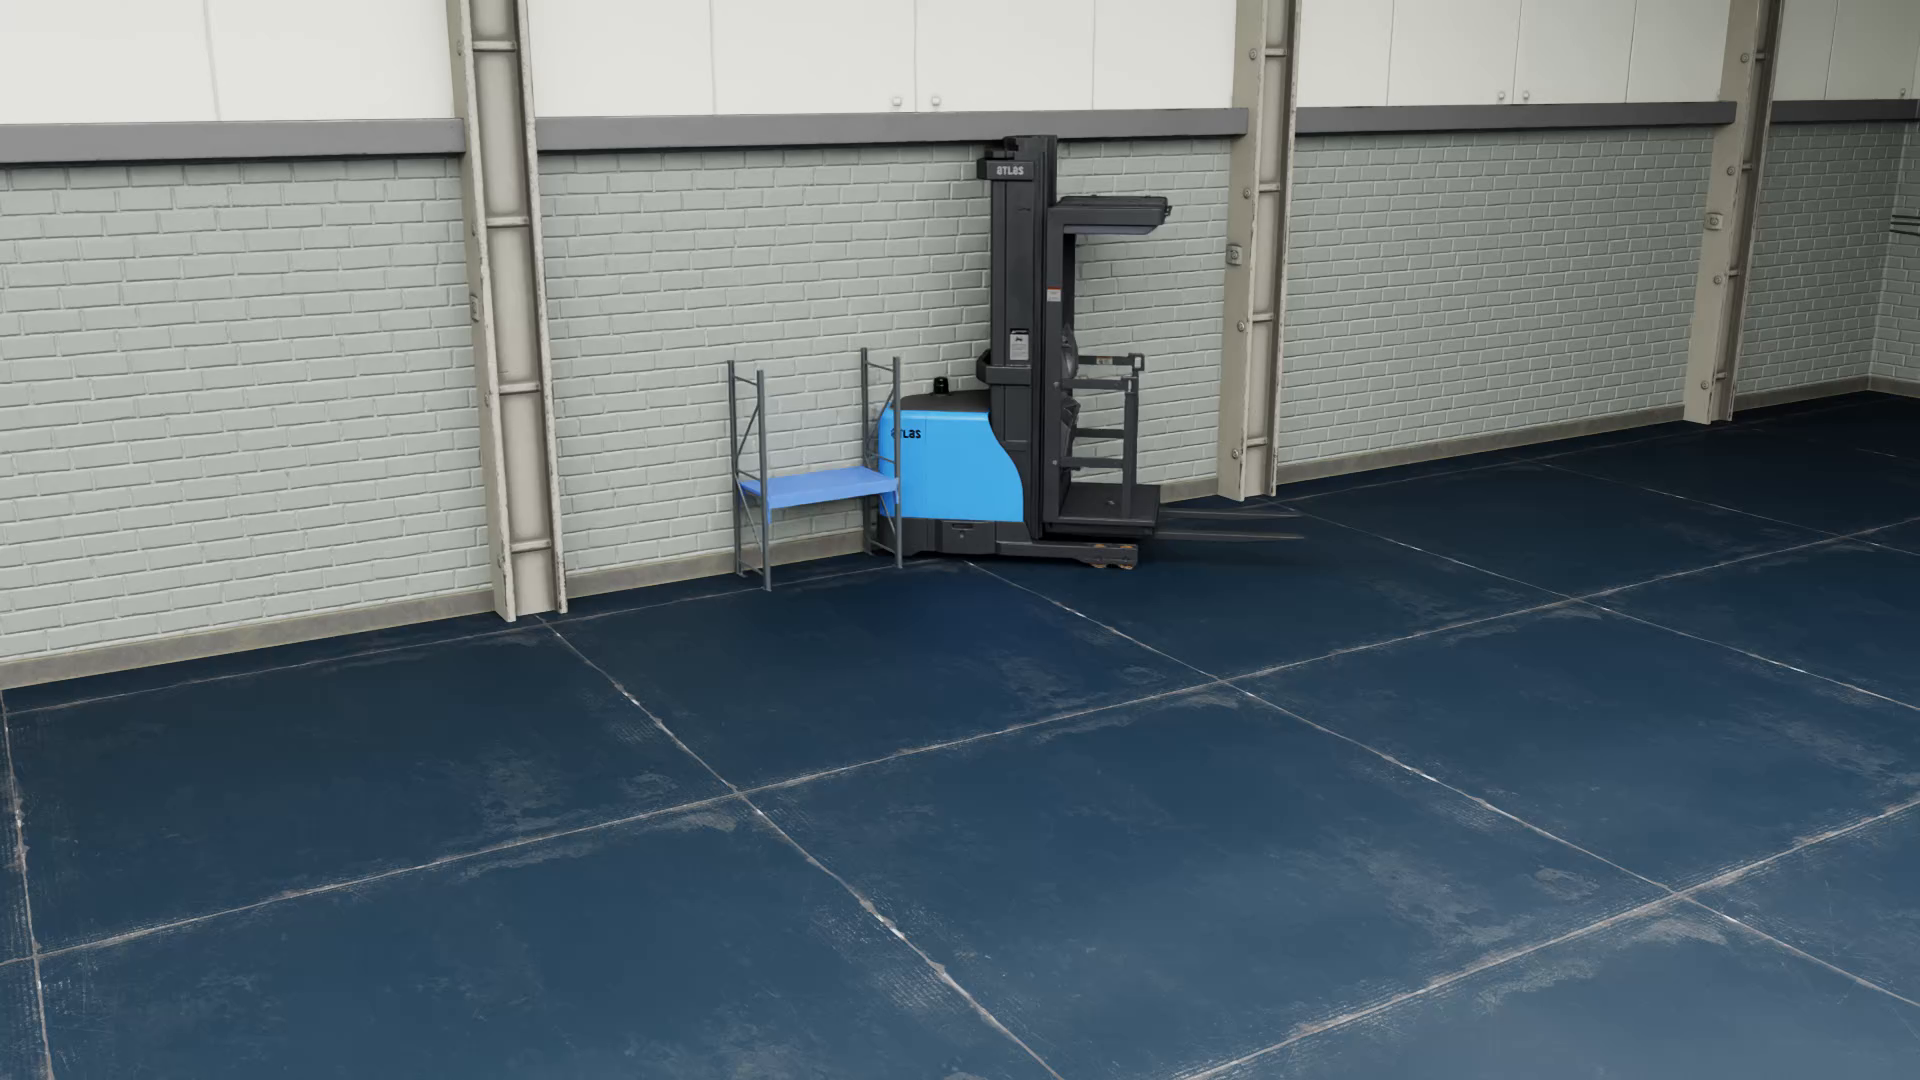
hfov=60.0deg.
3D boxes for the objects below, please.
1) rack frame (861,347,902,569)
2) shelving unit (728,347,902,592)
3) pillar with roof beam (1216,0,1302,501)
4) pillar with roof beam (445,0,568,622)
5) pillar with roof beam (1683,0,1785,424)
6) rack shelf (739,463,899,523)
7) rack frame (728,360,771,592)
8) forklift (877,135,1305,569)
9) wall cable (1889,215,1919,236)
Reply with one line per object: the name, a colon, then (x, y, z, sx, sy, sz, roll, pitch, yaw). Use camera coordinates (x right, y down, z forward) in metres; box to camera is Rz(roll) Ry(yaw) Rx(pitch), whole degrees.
rack frame: (-0.552, -0.575, 11.683, 0.032, 1.500, 0.500, -10, 18, -31)
shelving unit: (-0.984, -0.503, 11.425, 1.048, 1.500, 0.538, -10, 18, -31)
pillar with roof beam: (4.580, -3.713, 8.985, 0.400, 9.000, 9.100, -9, 18, -30)
pillar with roof beam: (-0.564, -2.879, 6.010, 0.400, 9.000, 9.100, -9, 18, -30)
pillar with roof beam: (9.723, -4.547, 11.960, 0.400, 9.000, 9.100, -9, 18, -30)
rack shelf: (-0.984, -0.330, 11.473, 1.000, 0.185, 0.538, -10, 18, -31)
rack frame: (-1.416, -0.430, 11.167, 0.032, 1.500, 0.500, -10, 18, -31)
forklift: (0.966, -1.358, 11.825, 3.031, 2.935, 1.130, 2, 16, 8)
wall cable: (10.712, -4.152, 16.302, 0.112, 2.526, 3.097, -9, 18, -30)
